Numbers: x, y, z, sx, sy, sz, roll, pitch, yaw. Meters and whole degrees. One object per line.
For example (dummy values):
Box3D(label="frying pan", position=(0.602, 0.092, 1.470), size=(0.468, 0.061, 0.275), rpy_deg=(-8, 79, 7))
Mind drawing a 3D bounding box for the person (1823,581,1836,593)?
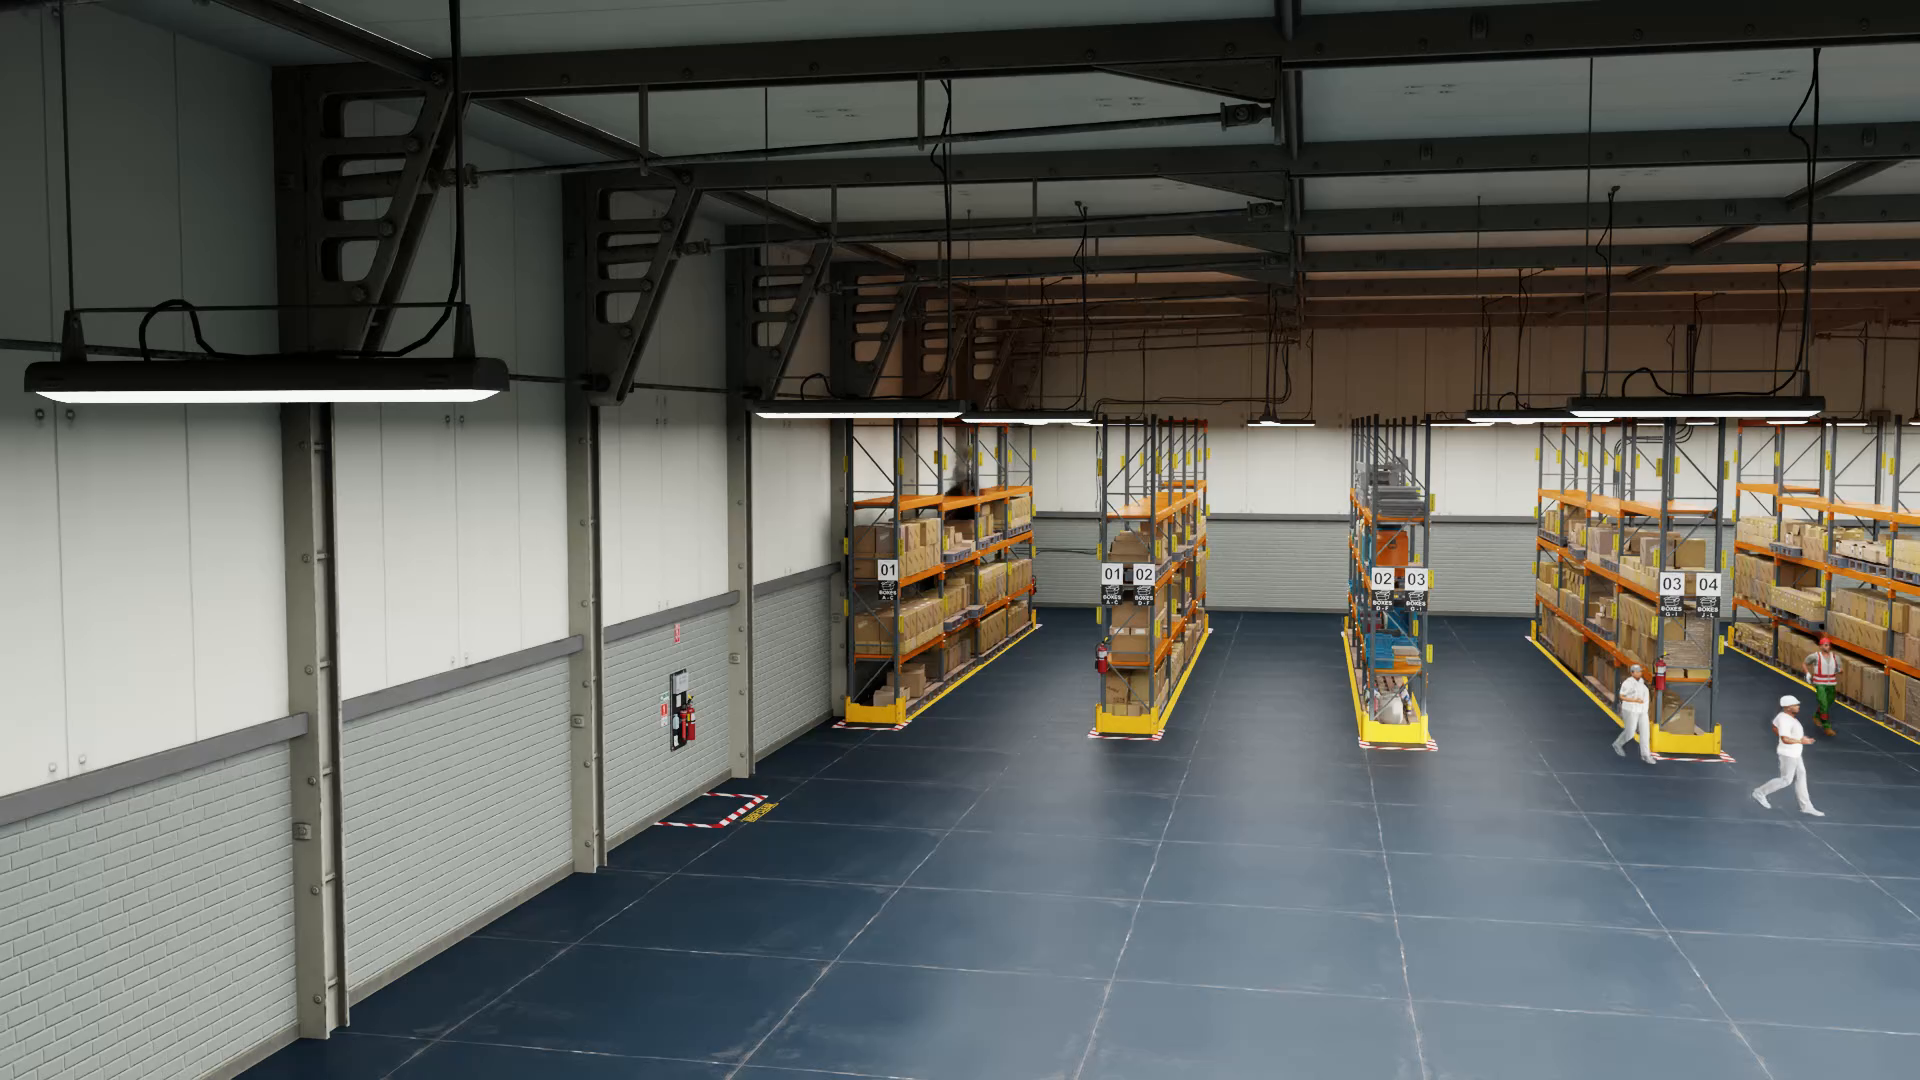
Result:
Box3D(label="person", position=(22.422, 1.967, 43.084), size=(0.656, 1.824, 0.727), rpy_deg=(0, 4, -6))

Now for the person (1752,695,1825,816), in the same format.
Box3D(label="person", position=(12.269, 3.175, 24.588), size=(0.970, 1.760, 0.698), rpy_deg=(3, 5, 33))

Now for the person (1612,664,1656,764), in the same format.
Box3D(label="person", position=(11.646, 2.970, 28.673), size=(0.620, 1.658, 0.857), rpy_deg=(-2, 4, -22))

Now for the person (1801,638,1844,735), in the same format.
Box3D(label="person", position=(16.247, 2.718, 31.244), size=(0.659, 1.770, 1.004), rpy_deg=(0, 4, -1))
